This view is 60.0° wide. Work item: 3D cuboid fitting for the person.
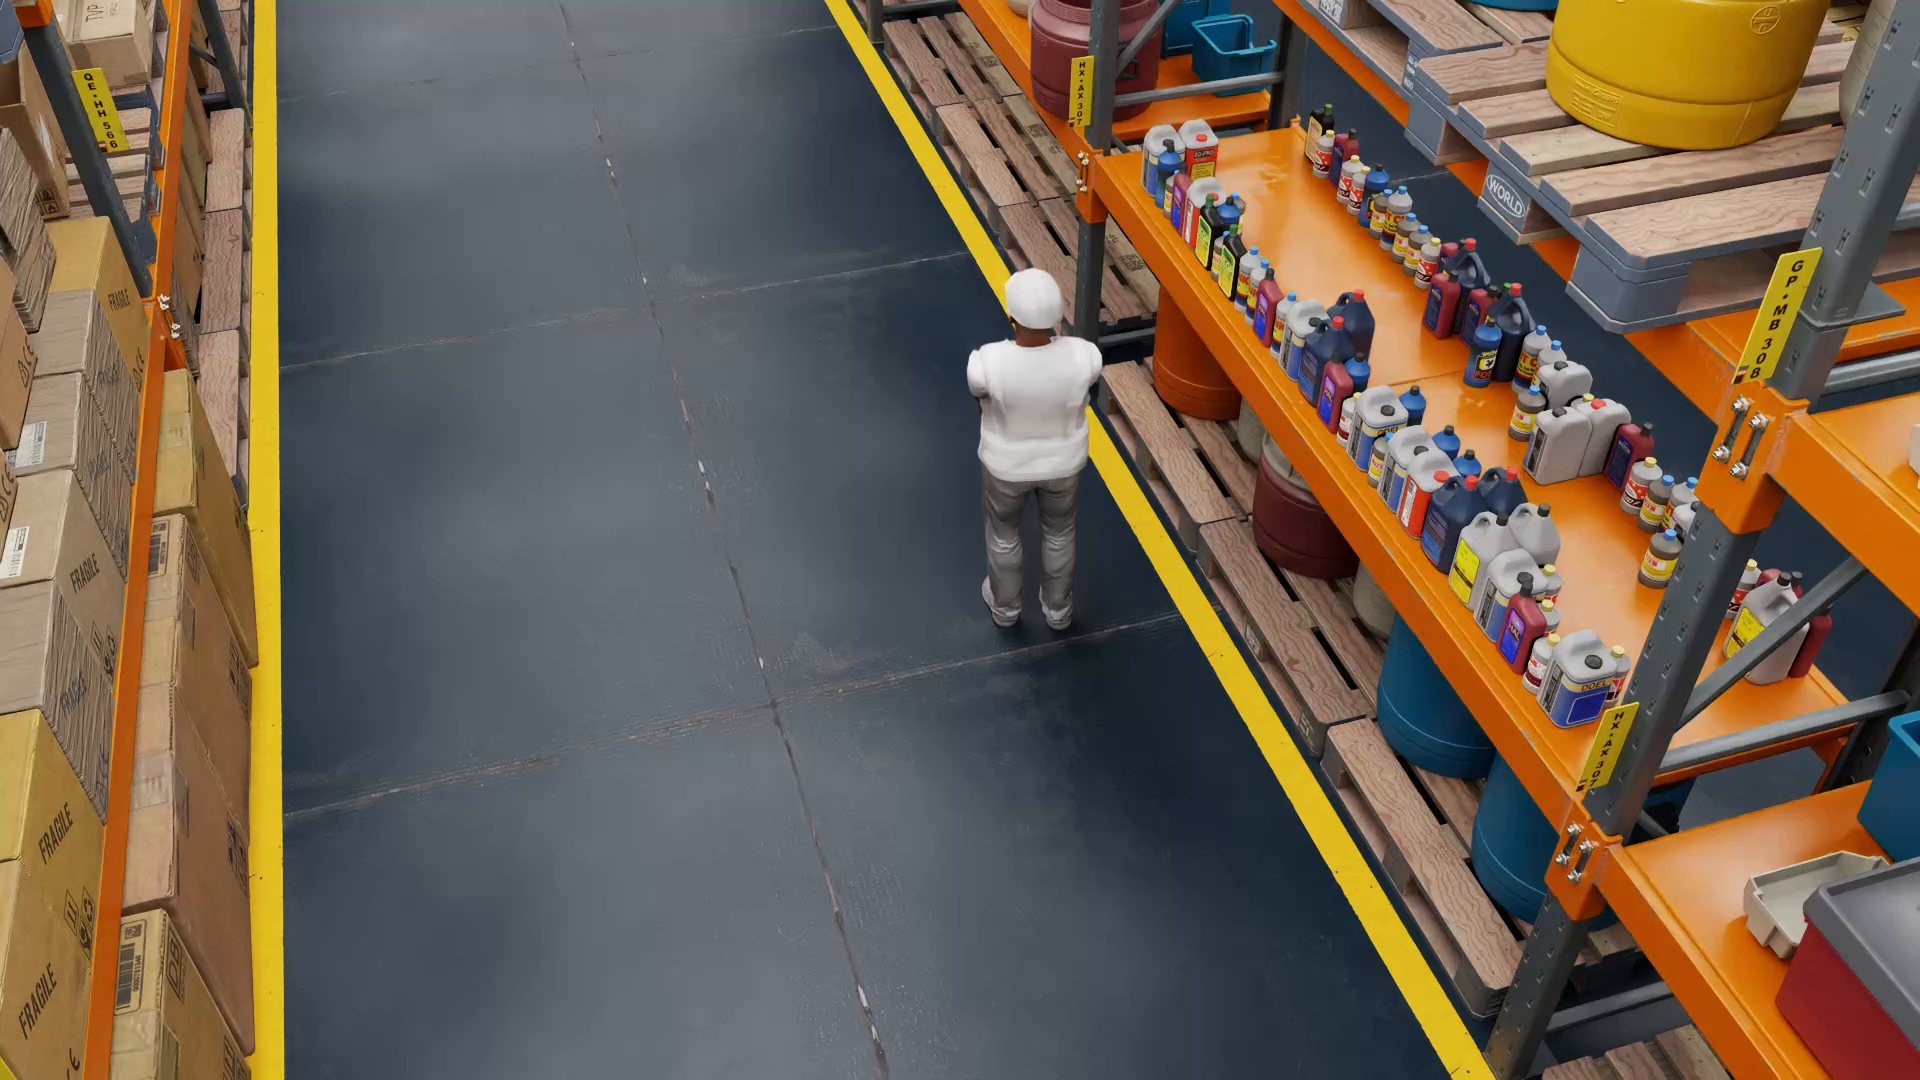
[{"bbox_3d":[0.261,-0.386,6.575,0.504,1.760,0.575,-4,42,-5],"label":"person"}]
